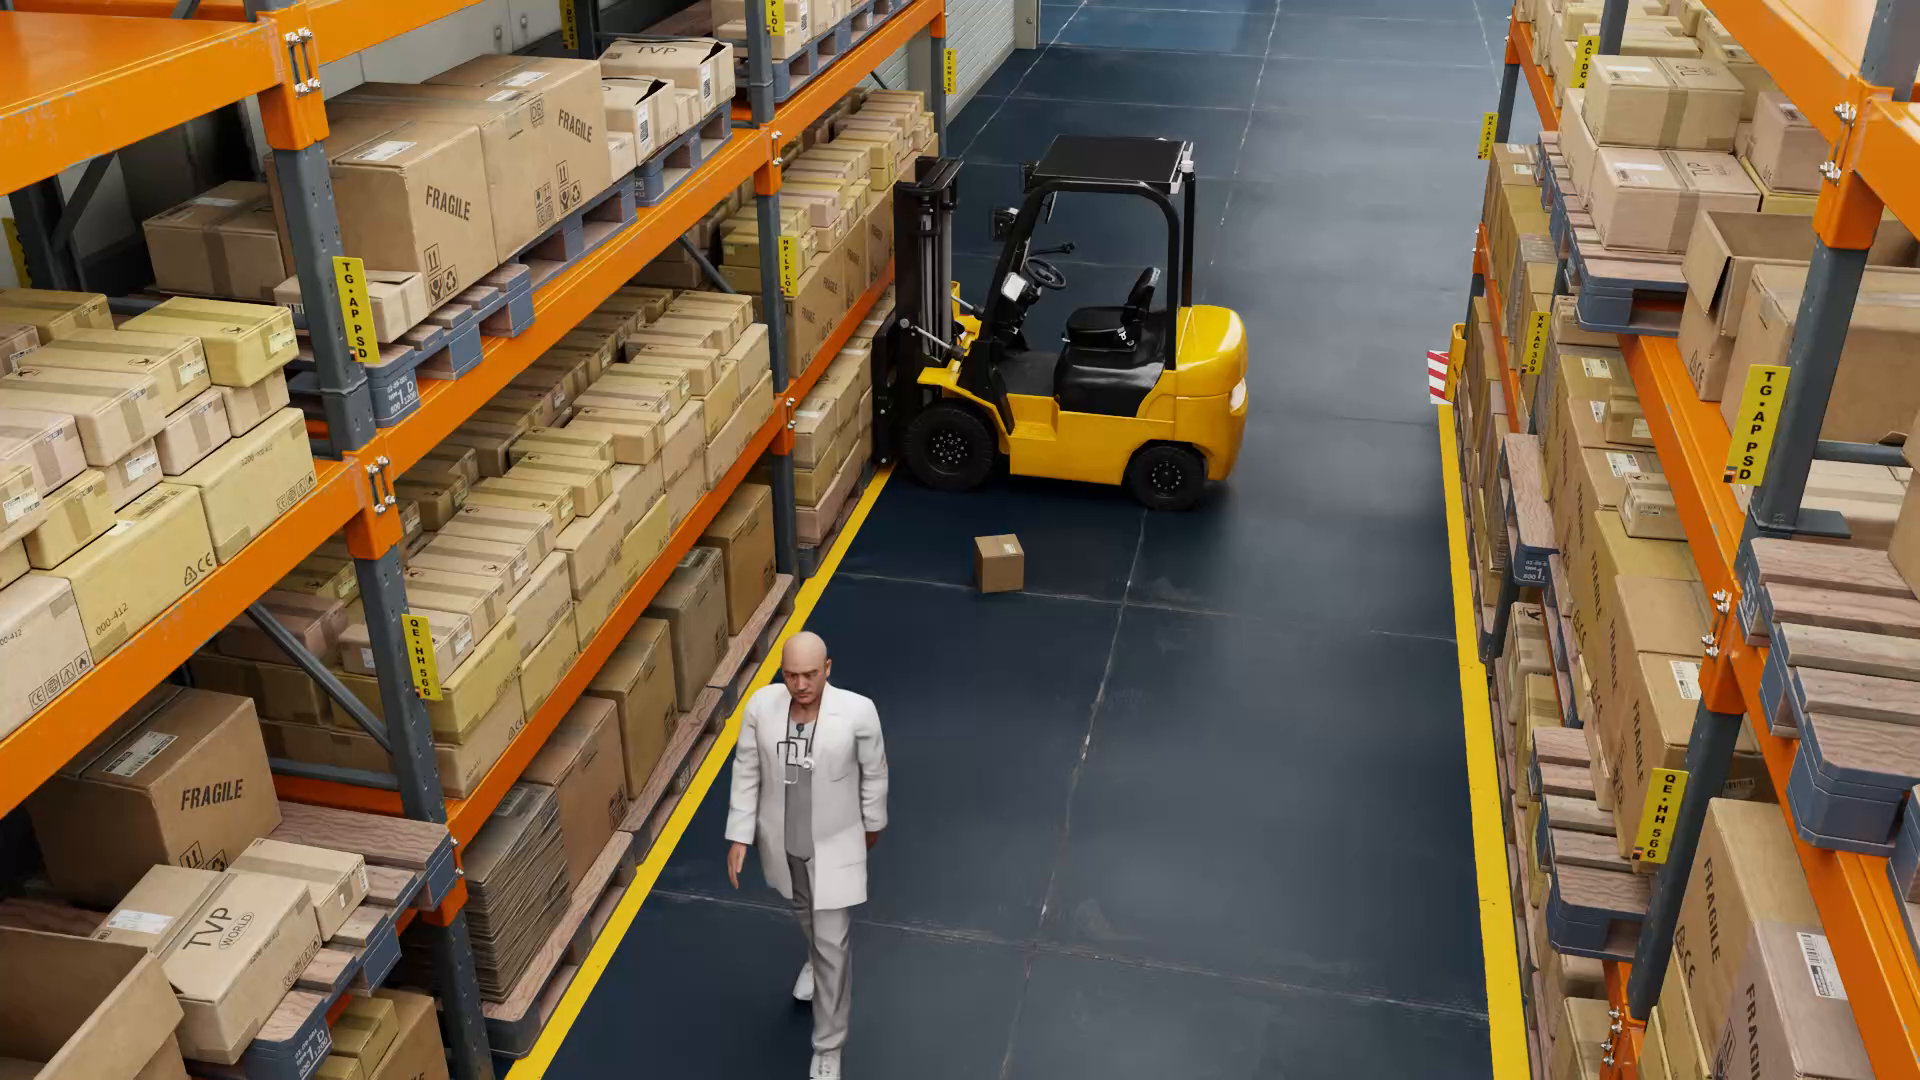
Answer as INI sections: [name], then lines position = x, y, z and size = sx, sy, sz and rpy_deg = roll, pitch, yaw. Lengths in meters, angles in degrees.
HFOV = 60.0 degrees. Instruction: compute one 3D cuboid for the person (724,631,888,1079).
[person]
position = -0.612, 1.204, 6.419
size = 0.580, 1.801, 0.833
rpy_deg = 7, 29, 13
